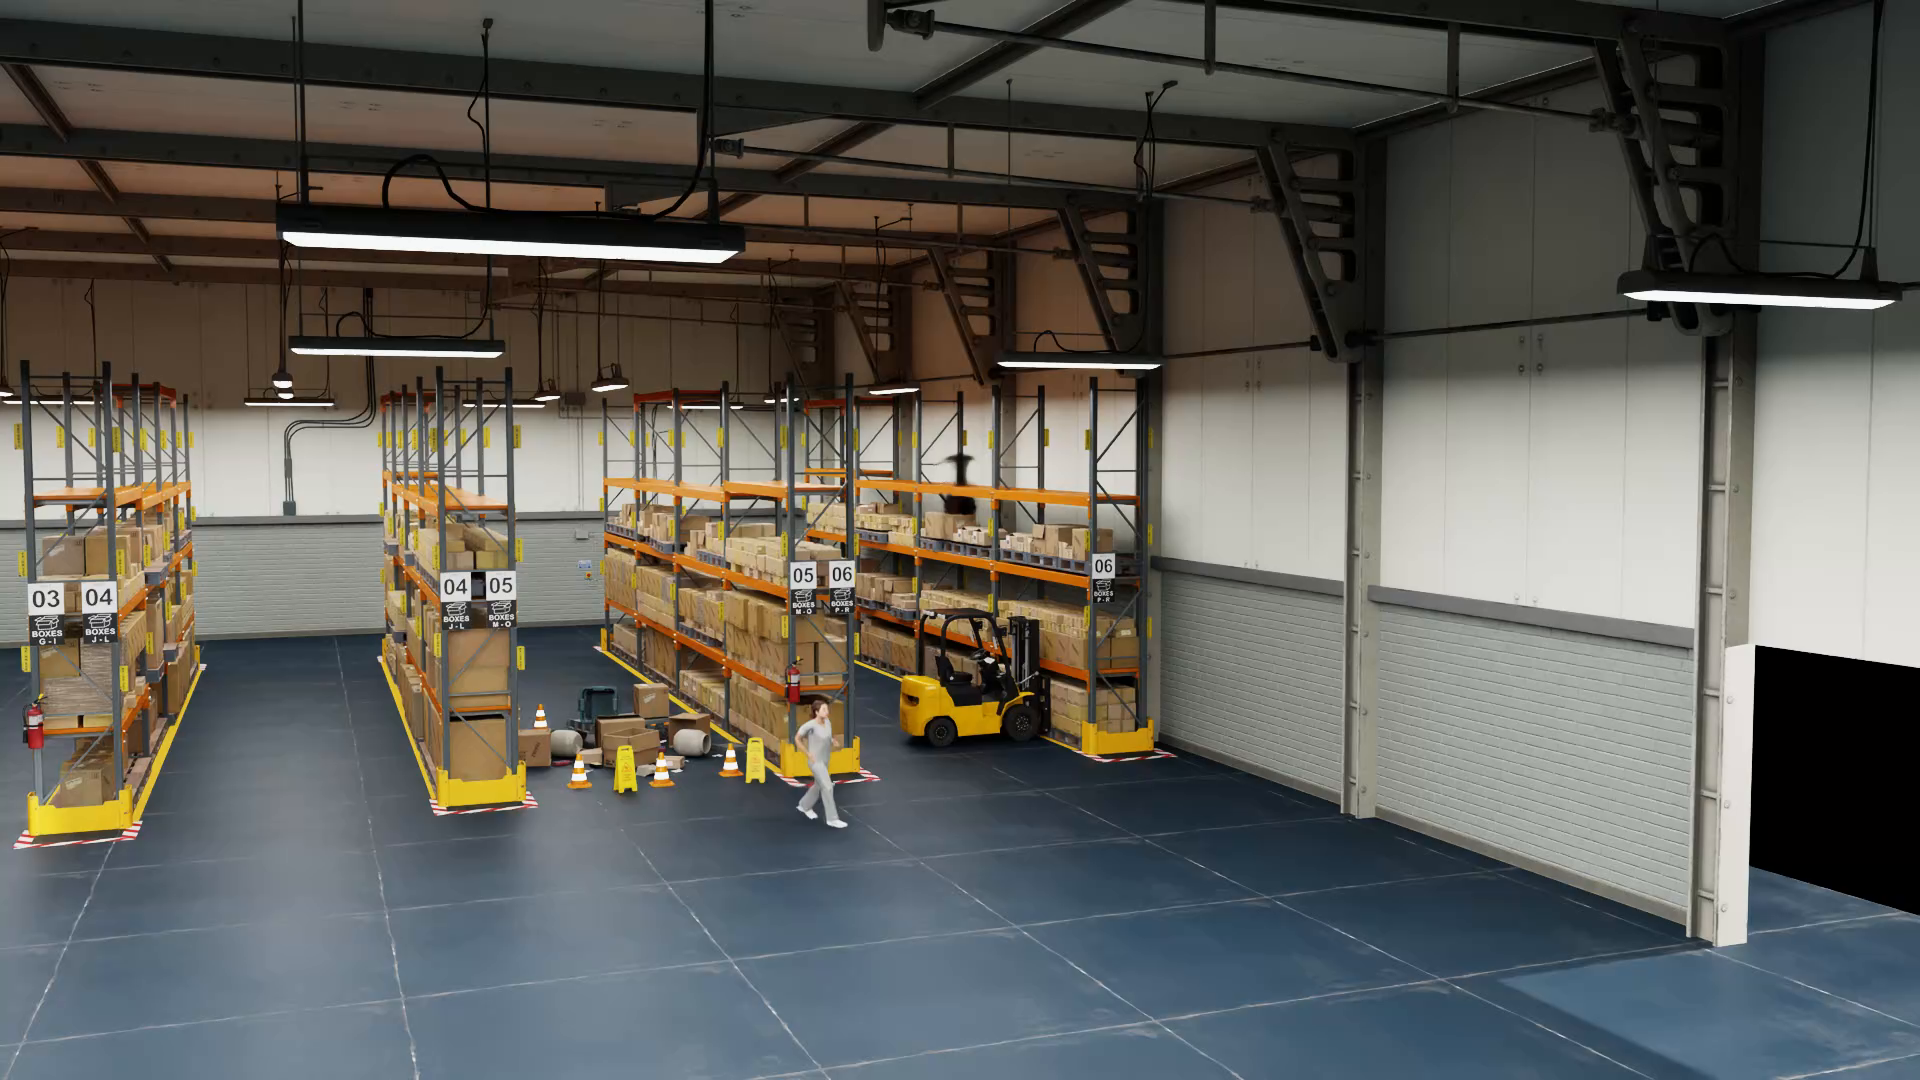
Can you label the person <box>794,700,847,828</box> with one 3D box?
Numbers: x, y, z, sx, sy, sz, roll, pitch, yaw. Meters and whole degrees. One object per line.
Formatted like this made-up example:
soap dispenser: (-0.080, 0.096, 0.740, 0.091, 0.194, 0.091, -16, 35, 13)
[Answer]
person: (-1.850, 2.869, 21.469, 0.859, 1.640, 0.566, 2, 4, 31)
